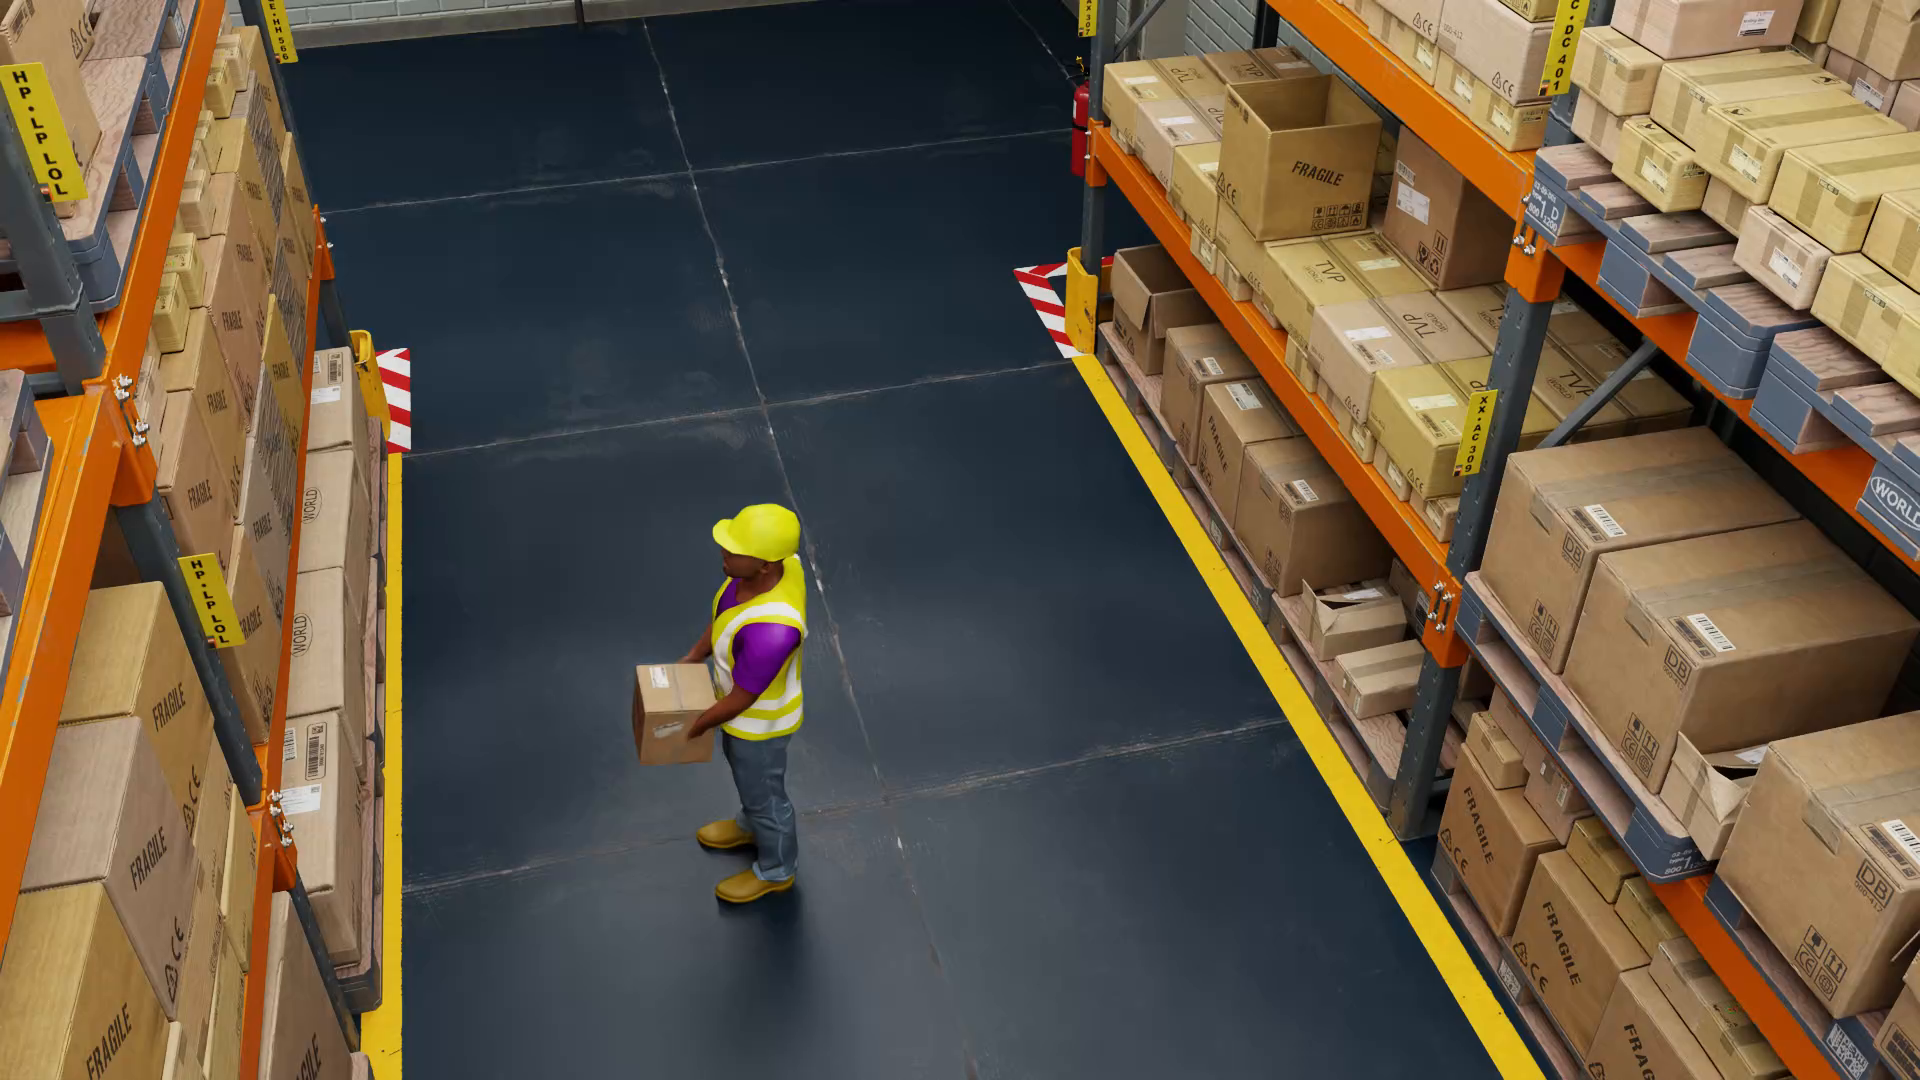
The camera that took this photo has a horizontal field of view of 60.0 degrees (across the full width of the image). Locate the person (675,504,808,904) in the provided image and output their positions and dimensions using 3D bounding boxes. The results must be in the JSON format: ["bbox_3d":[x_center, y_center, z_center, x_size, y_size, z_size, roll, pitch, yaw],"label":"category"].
[{"bbox_3d":[-0.790,0.599,5.927,0.551,1.767,0.529,-5,38,-7],"label":"person"}]
